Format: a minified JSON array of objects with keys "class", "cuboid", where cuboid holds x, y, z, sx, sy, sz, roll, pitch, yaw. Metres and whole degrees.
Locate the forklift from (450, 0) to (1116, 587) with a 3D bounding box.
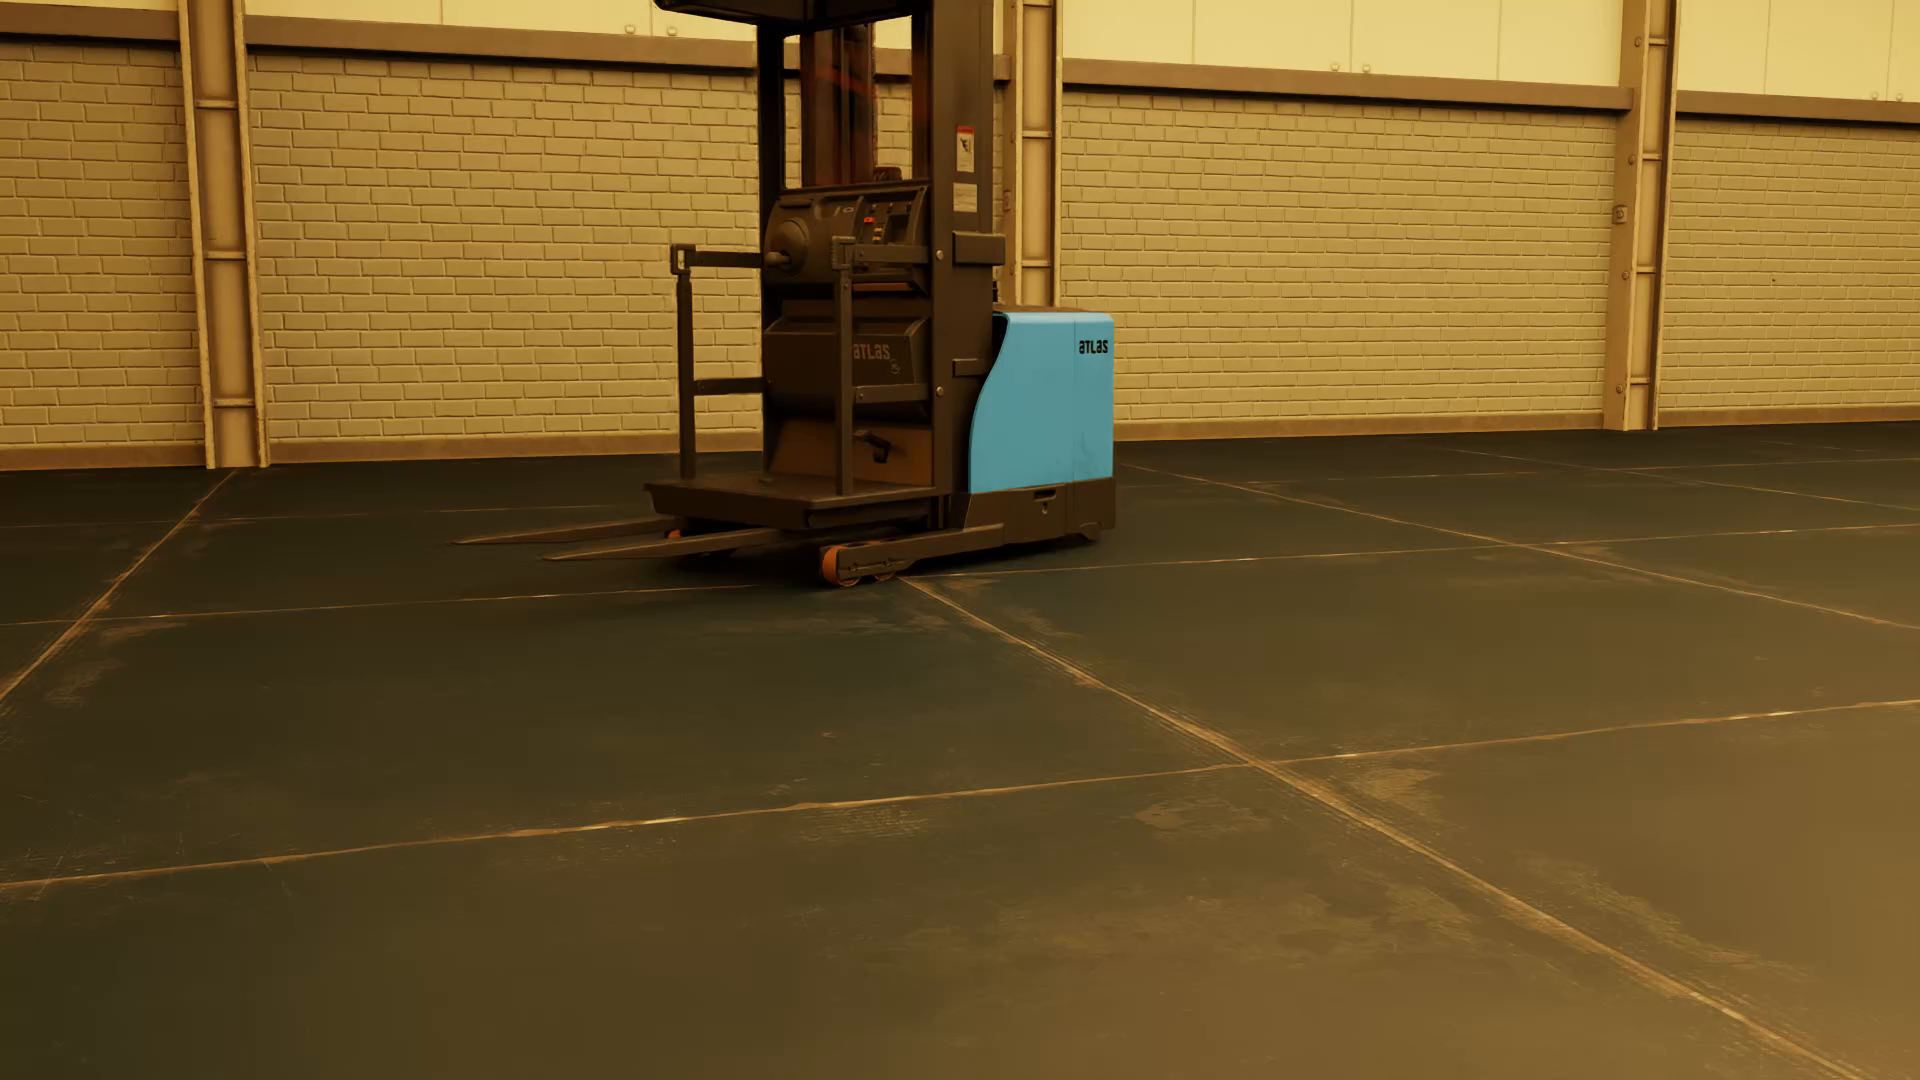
[{"class":"forklift","cuboid":[-0.637,-1.344,6.926,1.130,2.935,3.031,7,10,42]}]
